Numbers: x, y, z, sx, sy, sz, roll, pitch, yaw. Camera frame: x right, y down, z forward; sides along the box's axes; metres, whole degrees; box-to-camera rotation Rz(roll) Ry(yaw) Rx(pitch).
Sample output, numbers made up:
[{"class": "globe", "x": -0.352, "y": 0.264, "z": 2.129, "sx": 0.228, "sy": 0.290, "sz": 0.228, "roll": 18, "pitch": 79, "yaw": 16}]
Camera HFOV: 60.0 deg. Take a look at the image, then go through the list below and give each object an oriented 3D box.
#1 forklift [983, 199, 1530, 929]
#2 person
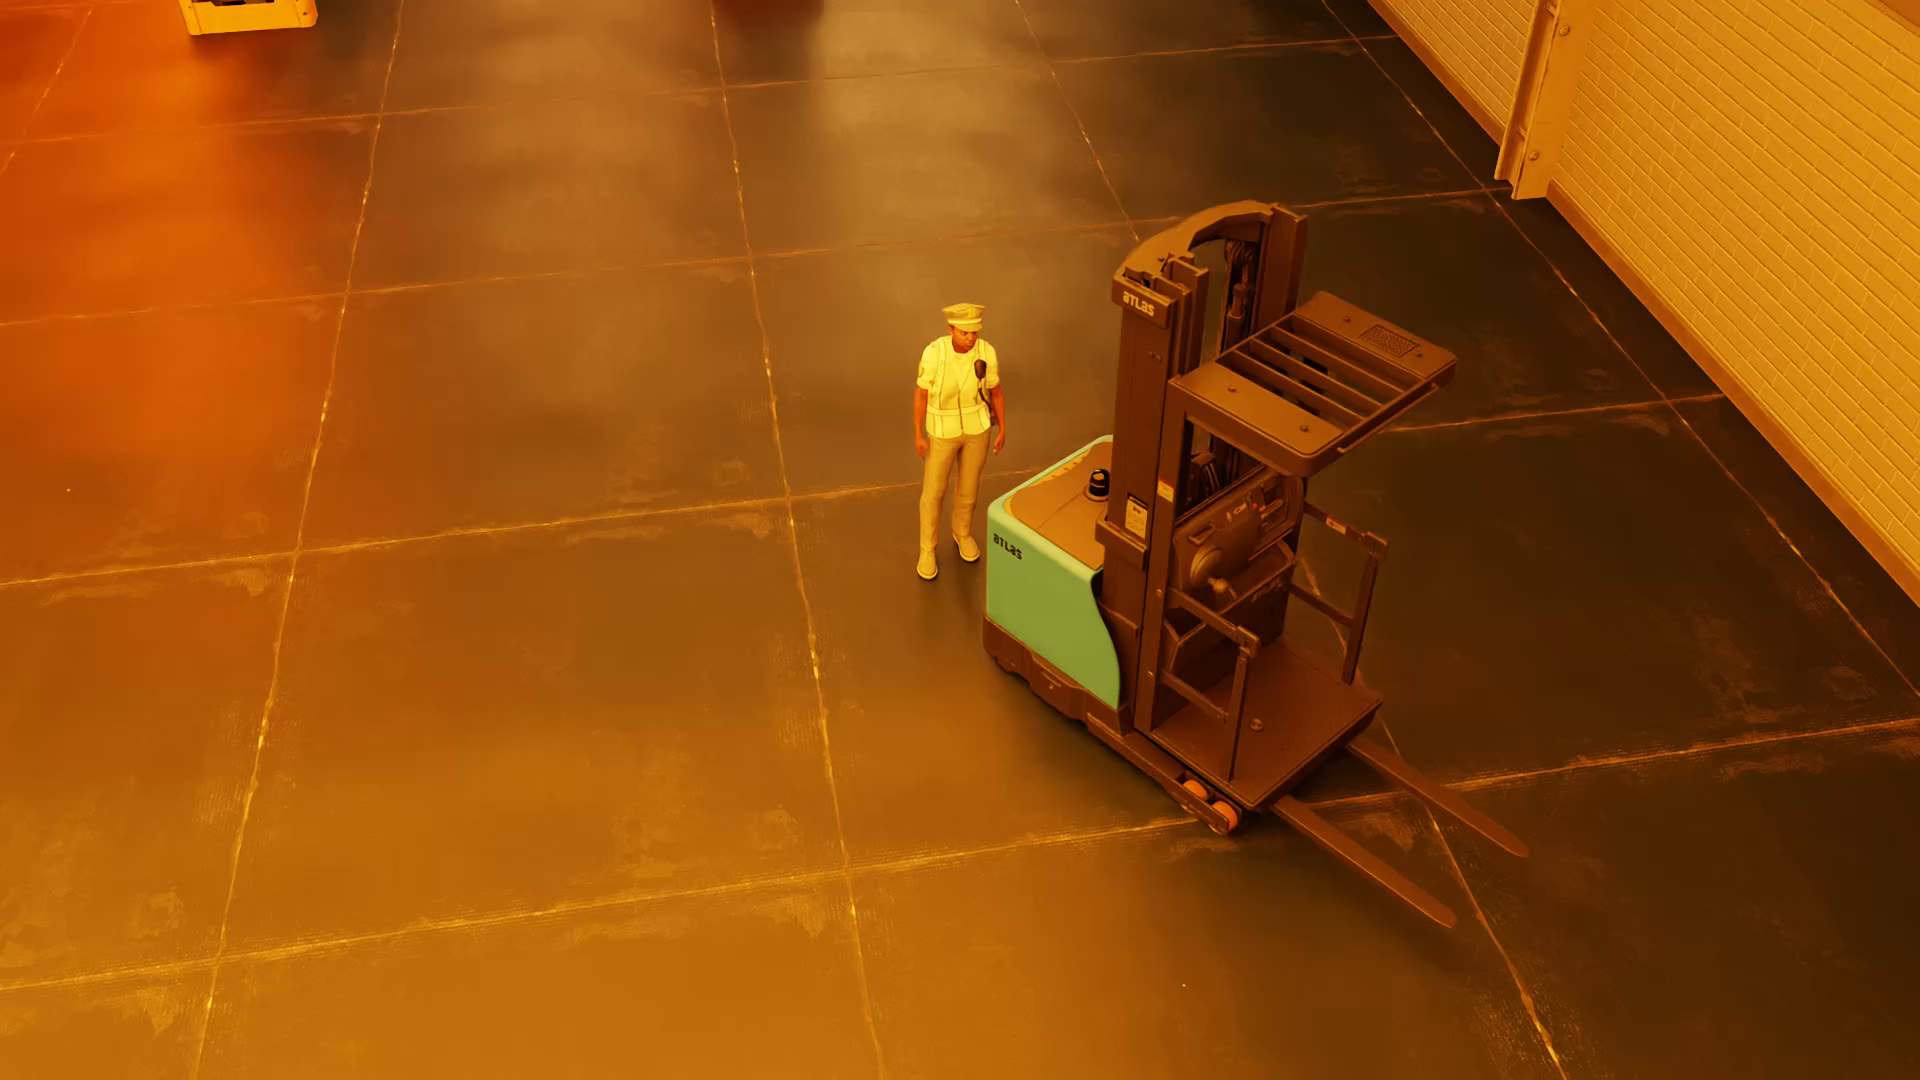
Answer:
[{"class": "forklift", "x": 1.501, "y": -0.001, "z": 7.958, "sx": 1.130, "sy": 2.935, "sz": 3.031, "roll": -31, "pitch": 49, "yaw": -31}, {"class": "person", "x": -0.005, "y": -0.593, "z": 9.605, "sx": 0.566, "sy": 1.697, "sz": 0.520, "roll": -6, "pitch": 41, "yaw": -7}]
